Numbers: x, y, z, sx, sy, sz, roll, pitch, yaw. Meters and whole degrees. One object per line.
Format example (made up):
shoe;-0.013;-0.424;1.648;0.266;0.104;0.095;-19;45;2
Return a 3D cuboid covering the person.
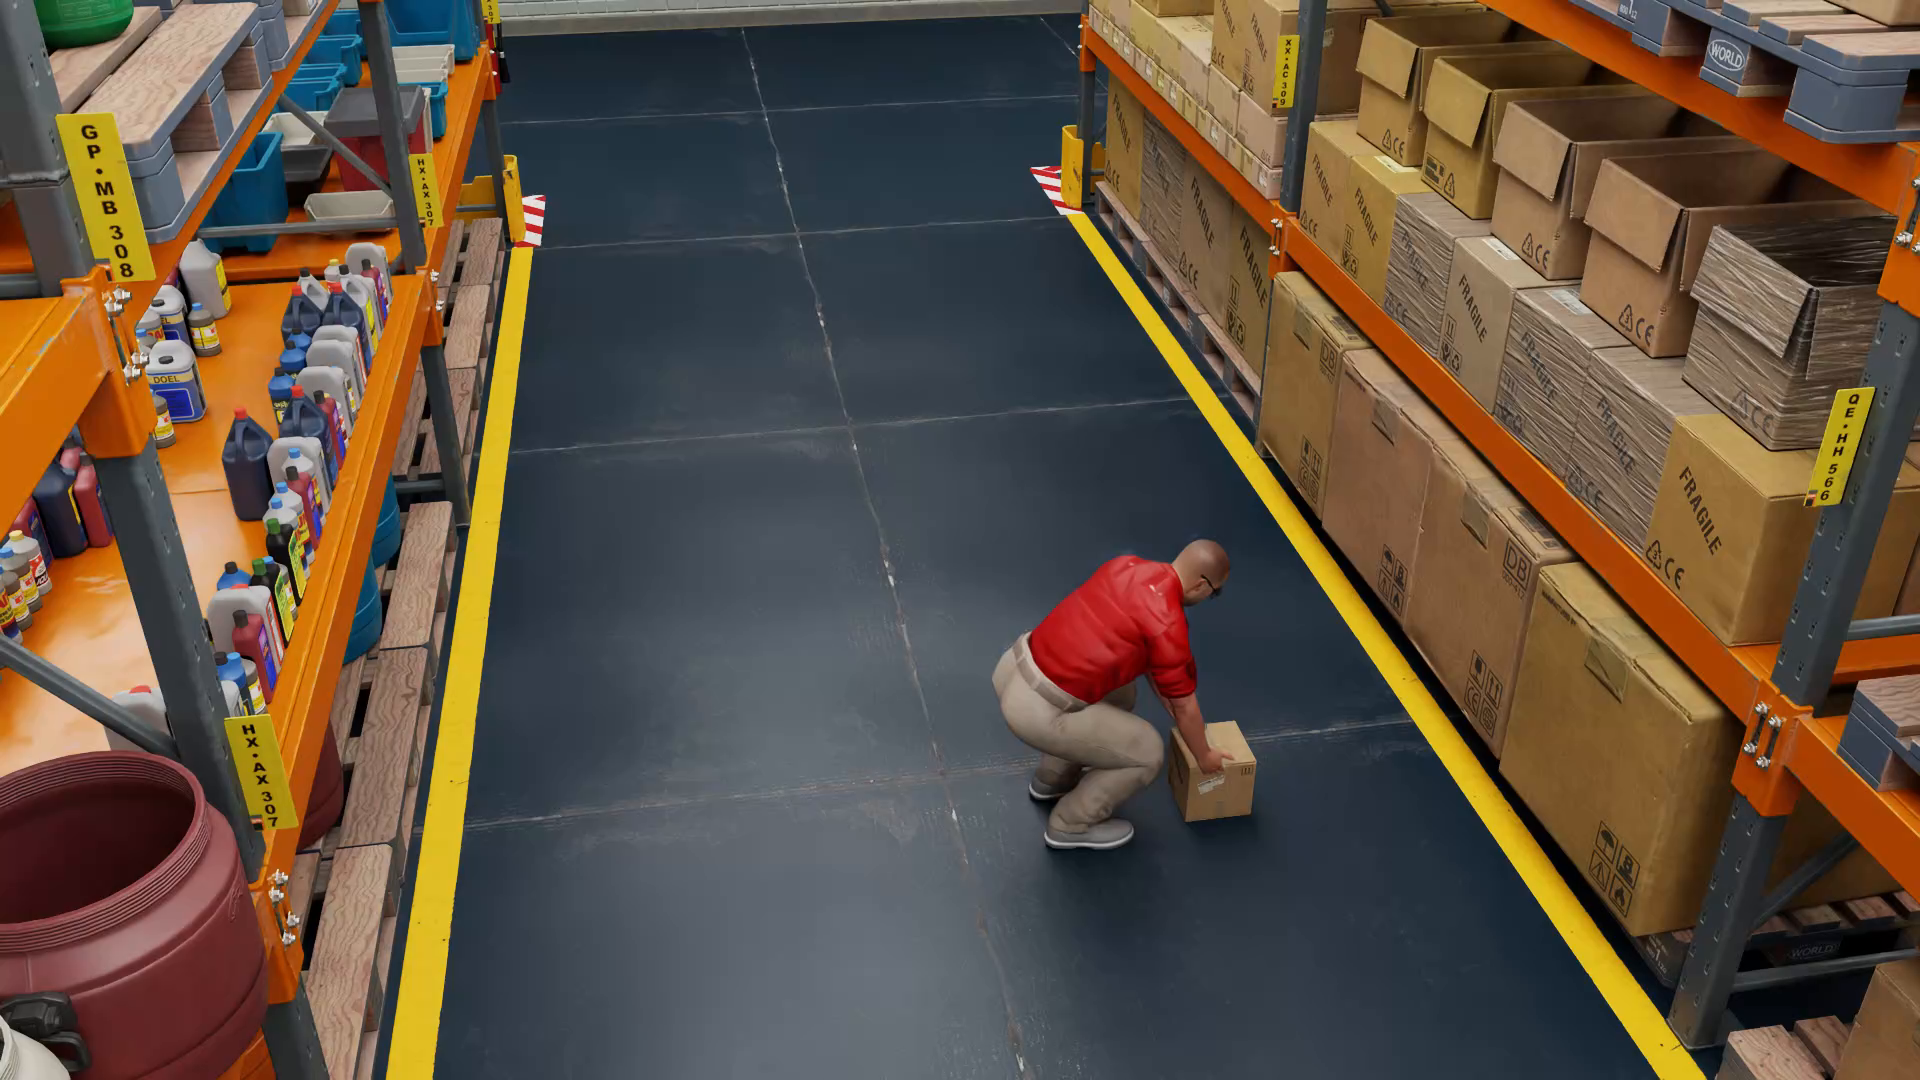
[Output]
person;0.564;0.515;5.910;0.774;1.086;0.576;-5;31;-9
